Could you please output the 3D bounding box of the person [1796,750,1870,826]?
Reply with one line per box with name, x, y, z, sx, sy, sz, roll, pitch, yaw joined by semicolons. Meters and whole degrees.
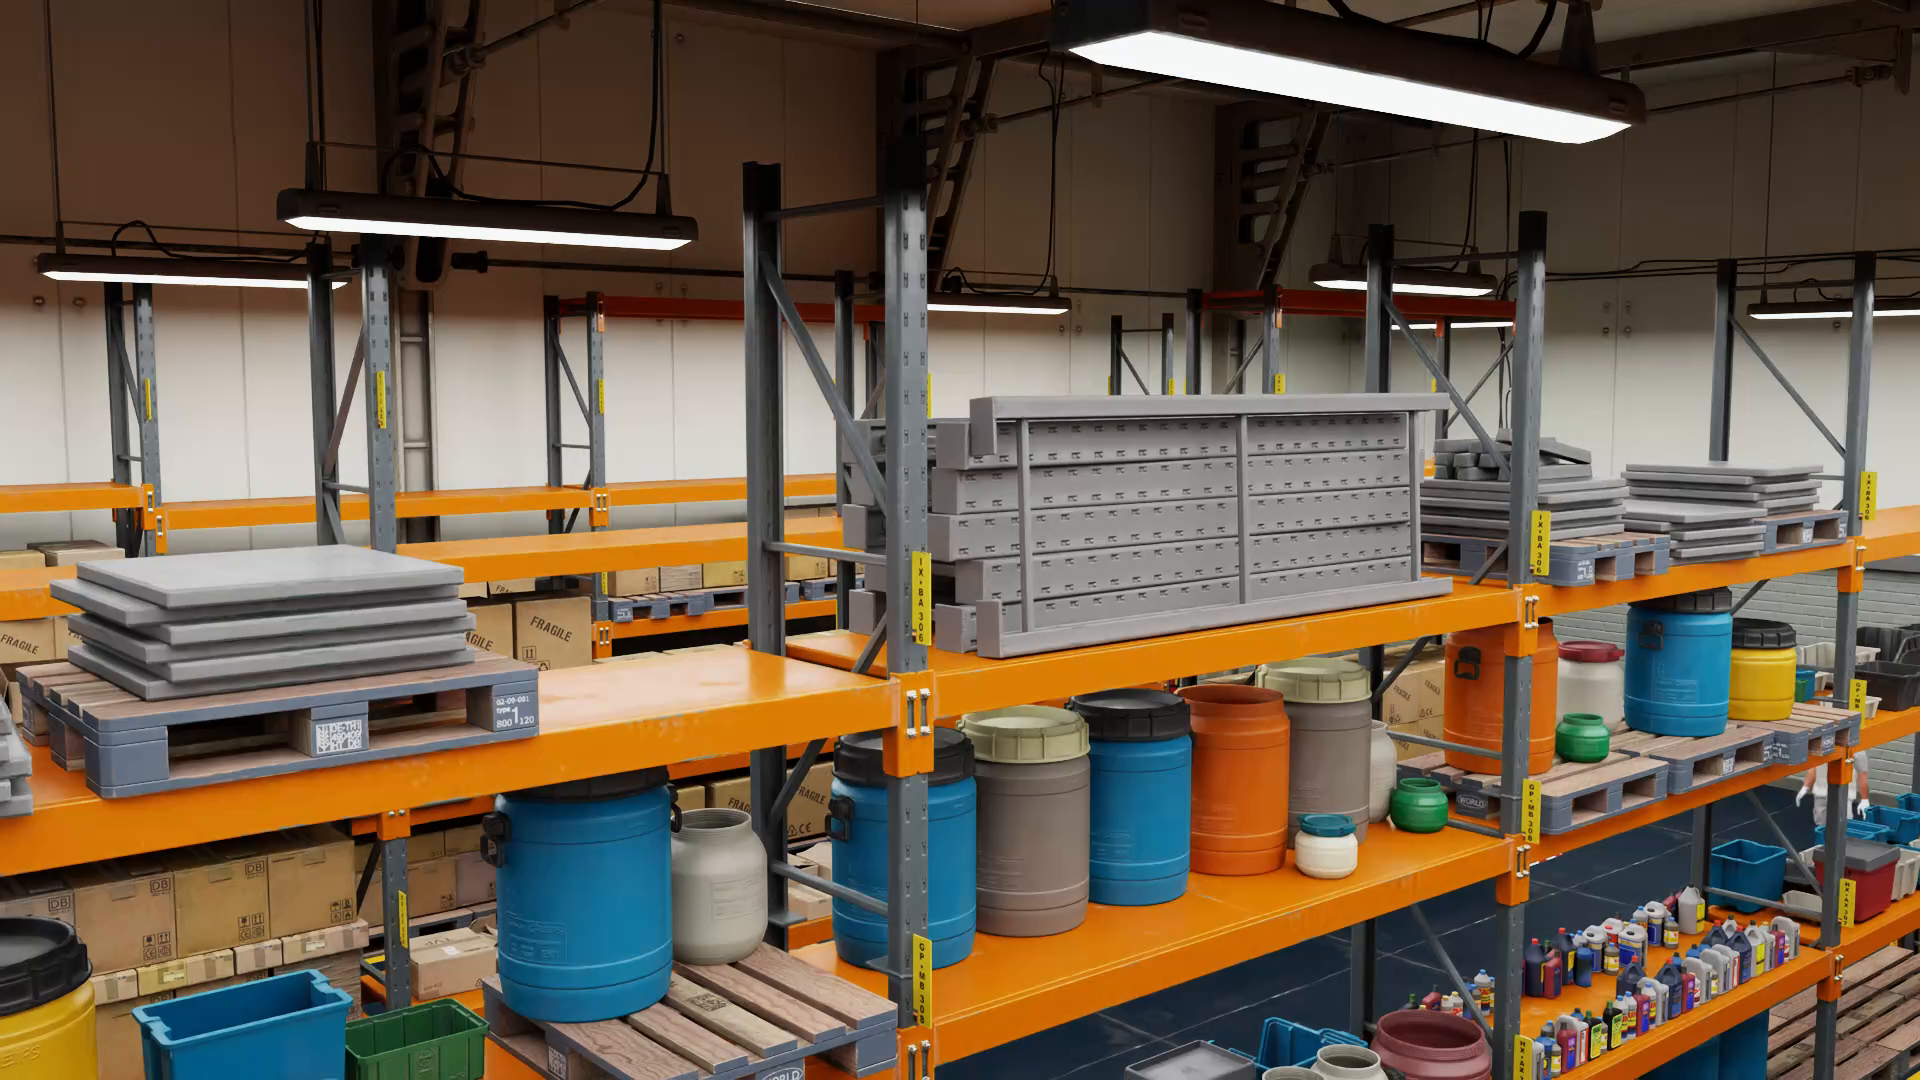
person;8.873;2.645;16.937;0.881;1.764;0.672;-5;8;-43
